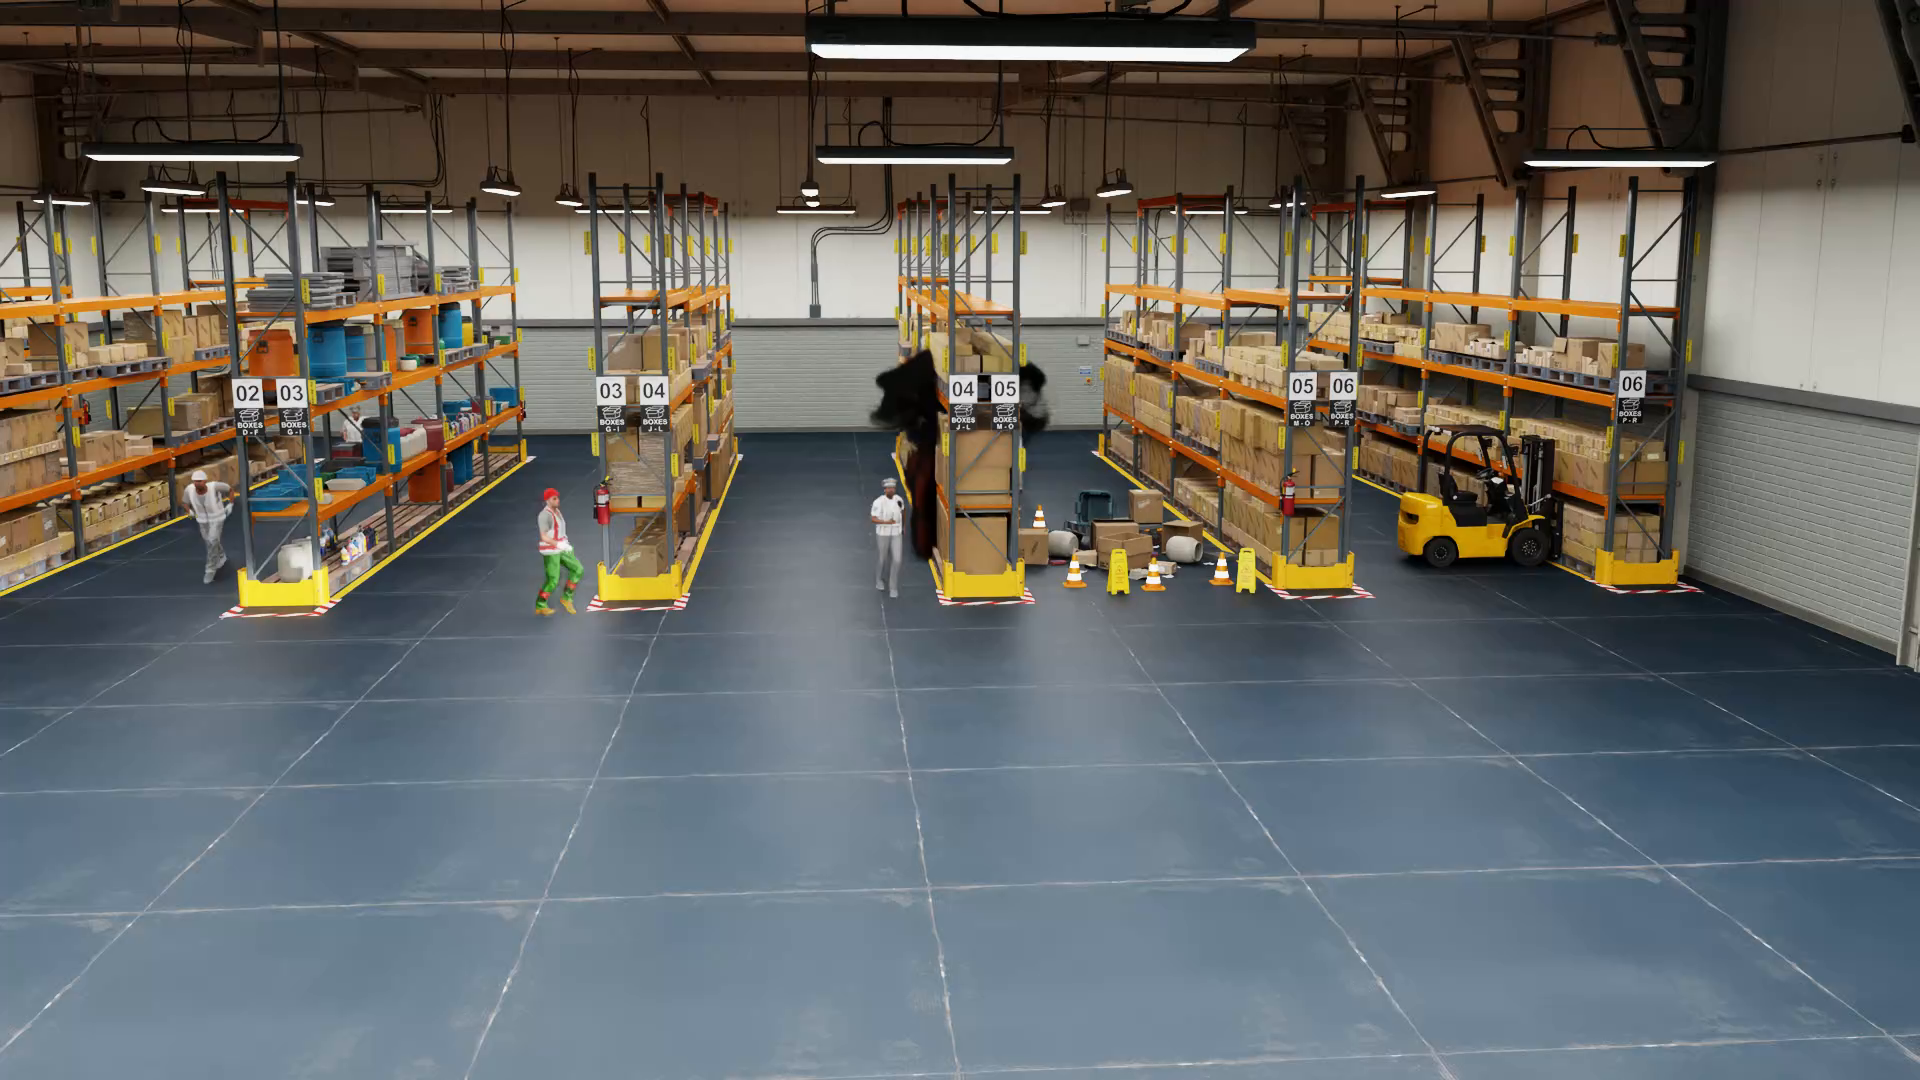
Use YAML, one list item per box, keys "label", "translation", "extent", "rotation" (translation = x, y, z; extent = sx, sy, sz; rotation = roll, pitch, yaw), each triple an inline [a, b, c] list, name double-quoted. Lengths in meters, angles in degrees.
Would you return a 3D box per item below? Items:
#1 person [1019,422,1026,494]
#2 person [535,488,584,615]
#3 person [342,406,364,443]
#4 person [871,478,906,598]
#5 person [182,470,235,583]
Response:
- label: "person"
  translation: [1.060, -1.790, 33.622]
  extent: [0.636, 1.804, 0.907]
  rotation: [-2, 10, -13]
- label: "person"
  translation: [-5.512, 0.169, 22.670]
  extent: [0.664, 1.784, 0.671]
  rotation: [2, 10, 9]
- label: "person"
  translation: [-12.545, -1.937, 34.698]
  extent: [0.645, 1.767, 0.874]
  rotation: [-2, 10, -10]
- label: "person"
  translation: [-1.031, -0.035, 24.130]
  extent: [0.571, 1.779, 0.745]
  rotation: [-3, 10, -15]
- label: "person"
  translation: [-11.398, -0.242, 25.355]
  extent: [0.729, 1.754, 1.038]
  rotation: [-1, 10, -7]
